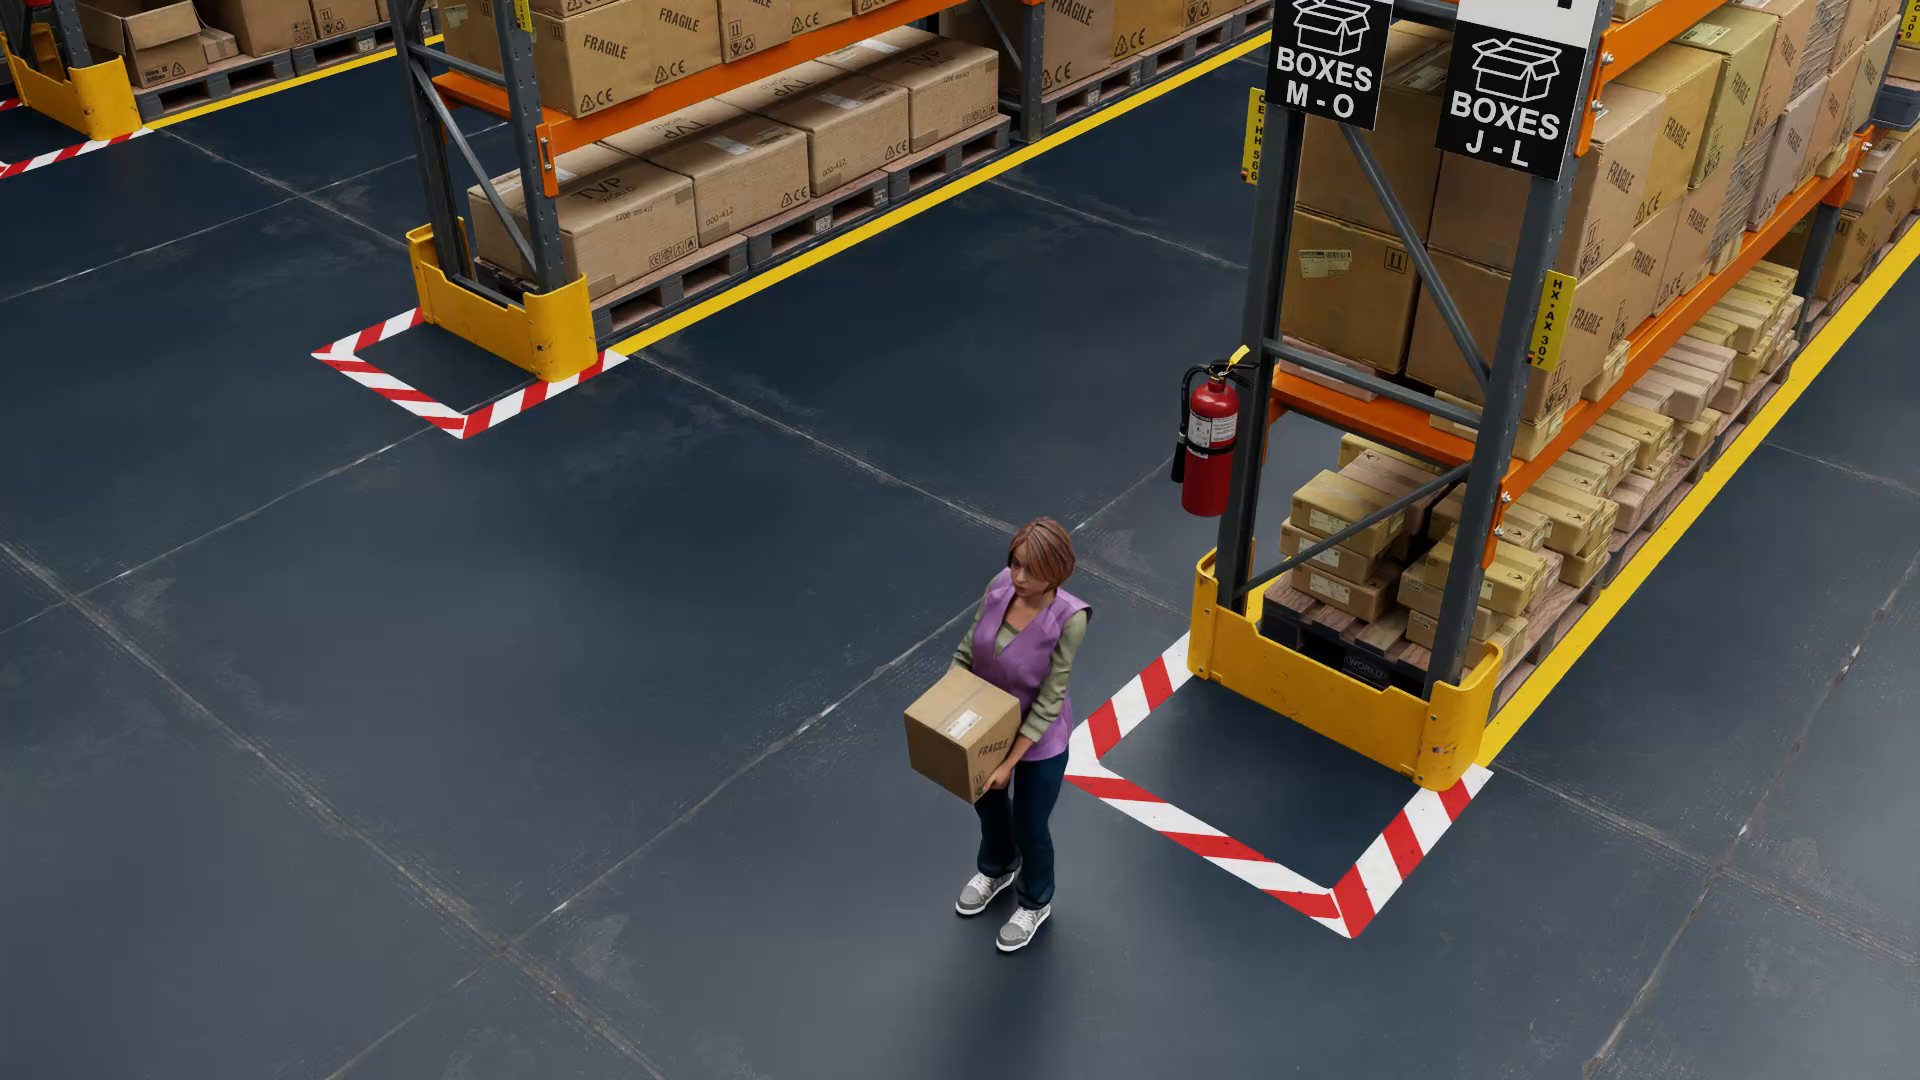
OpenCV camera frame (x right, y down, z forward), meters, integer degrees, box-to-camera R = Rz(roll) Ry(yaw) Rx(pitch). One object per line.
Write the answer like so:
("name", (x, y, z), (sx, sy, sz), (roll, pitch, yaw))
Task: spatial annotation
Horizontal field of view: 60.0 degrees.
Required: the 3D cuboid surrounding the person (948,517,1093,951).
("person", (0.135, 0.653, 5.244), (0.404, 1.590, 0.499), (27, 43, 32))
